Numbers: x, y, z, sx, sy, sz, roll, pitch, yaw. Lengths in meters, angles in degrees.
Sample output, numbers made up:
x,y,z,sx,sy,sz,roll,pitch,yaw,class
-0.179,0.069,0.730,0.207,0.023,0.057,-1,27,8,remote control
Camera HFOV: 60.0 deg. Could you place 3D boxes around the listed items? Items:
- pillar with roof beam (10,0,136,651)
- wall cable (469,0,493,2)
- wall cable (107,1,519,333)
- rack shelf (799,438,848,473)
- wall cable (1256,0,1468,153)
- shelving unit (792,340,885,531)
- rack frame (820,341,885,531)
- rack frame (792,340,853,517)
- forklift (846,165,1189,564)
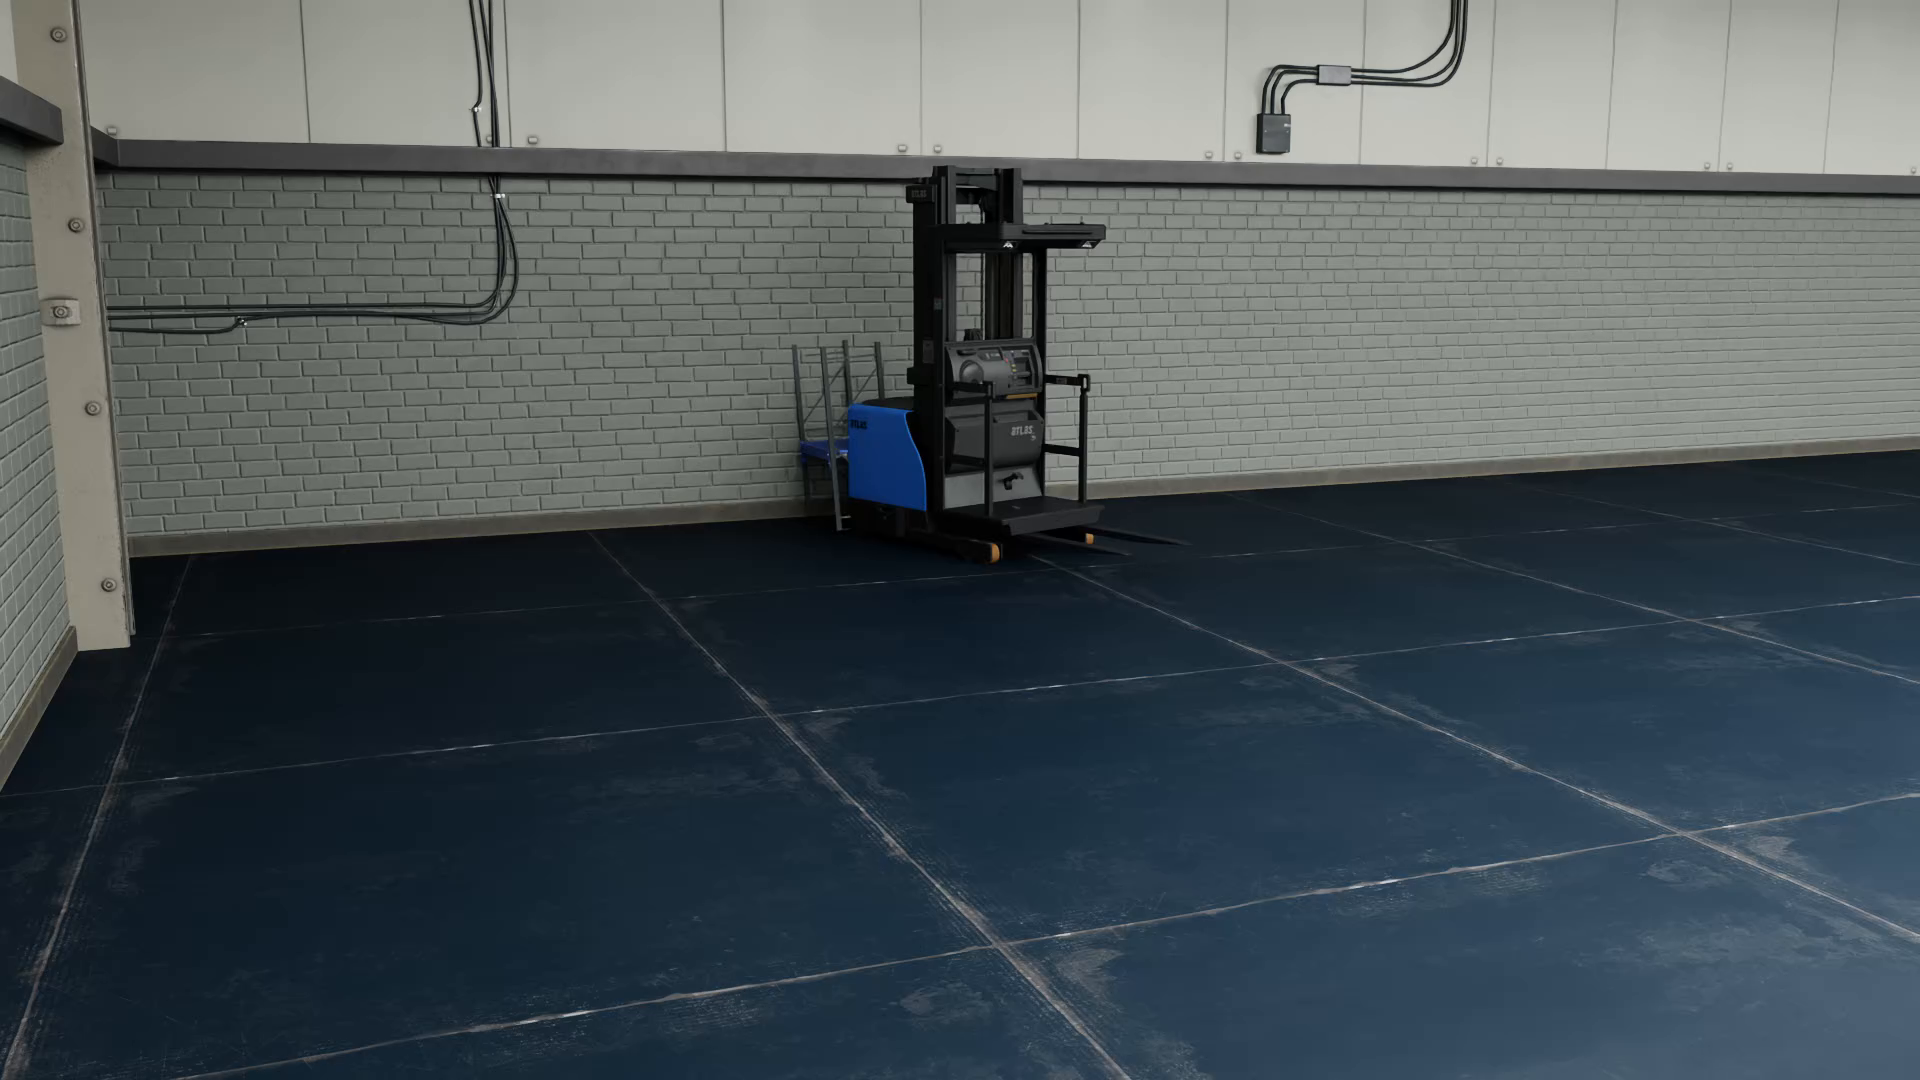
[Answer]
x,y,z,sx,sy,sz,roll,pitch,yaw,class
-1.126,-4.092,10.729,9.100,9.000,0.400,-4,11,-21,pillar with roof beam
-2.452,-5.513,13.163,3.097,2.526,0.112,-4,11,-21,wall cable
-4.973,-2.855,12.641,3.097,2.526,0.112,-4,11,-21,wall cable
-0.981,-0.732,14.063,0.538,0.185,1.000,-7,10,-18,rack shelf
3.880,-6.658,15.443,2.305,6.003,0.169,-4,11,-21,wall cable
-0.995,-0.909,14.035,0.538,1.500,1.048,-7,10,-18,shelving unit
-0.830,-0.845,13.558,0.500,1.500,0.032,-7,10,-18,rack frame
-1.160,-0.974,14.511,0.500,1.500,0.032,-7,10,-18,rack frame
0.410,-1.360,12.699,1.130,2.935,3.031,-9,13,-40,forklift
